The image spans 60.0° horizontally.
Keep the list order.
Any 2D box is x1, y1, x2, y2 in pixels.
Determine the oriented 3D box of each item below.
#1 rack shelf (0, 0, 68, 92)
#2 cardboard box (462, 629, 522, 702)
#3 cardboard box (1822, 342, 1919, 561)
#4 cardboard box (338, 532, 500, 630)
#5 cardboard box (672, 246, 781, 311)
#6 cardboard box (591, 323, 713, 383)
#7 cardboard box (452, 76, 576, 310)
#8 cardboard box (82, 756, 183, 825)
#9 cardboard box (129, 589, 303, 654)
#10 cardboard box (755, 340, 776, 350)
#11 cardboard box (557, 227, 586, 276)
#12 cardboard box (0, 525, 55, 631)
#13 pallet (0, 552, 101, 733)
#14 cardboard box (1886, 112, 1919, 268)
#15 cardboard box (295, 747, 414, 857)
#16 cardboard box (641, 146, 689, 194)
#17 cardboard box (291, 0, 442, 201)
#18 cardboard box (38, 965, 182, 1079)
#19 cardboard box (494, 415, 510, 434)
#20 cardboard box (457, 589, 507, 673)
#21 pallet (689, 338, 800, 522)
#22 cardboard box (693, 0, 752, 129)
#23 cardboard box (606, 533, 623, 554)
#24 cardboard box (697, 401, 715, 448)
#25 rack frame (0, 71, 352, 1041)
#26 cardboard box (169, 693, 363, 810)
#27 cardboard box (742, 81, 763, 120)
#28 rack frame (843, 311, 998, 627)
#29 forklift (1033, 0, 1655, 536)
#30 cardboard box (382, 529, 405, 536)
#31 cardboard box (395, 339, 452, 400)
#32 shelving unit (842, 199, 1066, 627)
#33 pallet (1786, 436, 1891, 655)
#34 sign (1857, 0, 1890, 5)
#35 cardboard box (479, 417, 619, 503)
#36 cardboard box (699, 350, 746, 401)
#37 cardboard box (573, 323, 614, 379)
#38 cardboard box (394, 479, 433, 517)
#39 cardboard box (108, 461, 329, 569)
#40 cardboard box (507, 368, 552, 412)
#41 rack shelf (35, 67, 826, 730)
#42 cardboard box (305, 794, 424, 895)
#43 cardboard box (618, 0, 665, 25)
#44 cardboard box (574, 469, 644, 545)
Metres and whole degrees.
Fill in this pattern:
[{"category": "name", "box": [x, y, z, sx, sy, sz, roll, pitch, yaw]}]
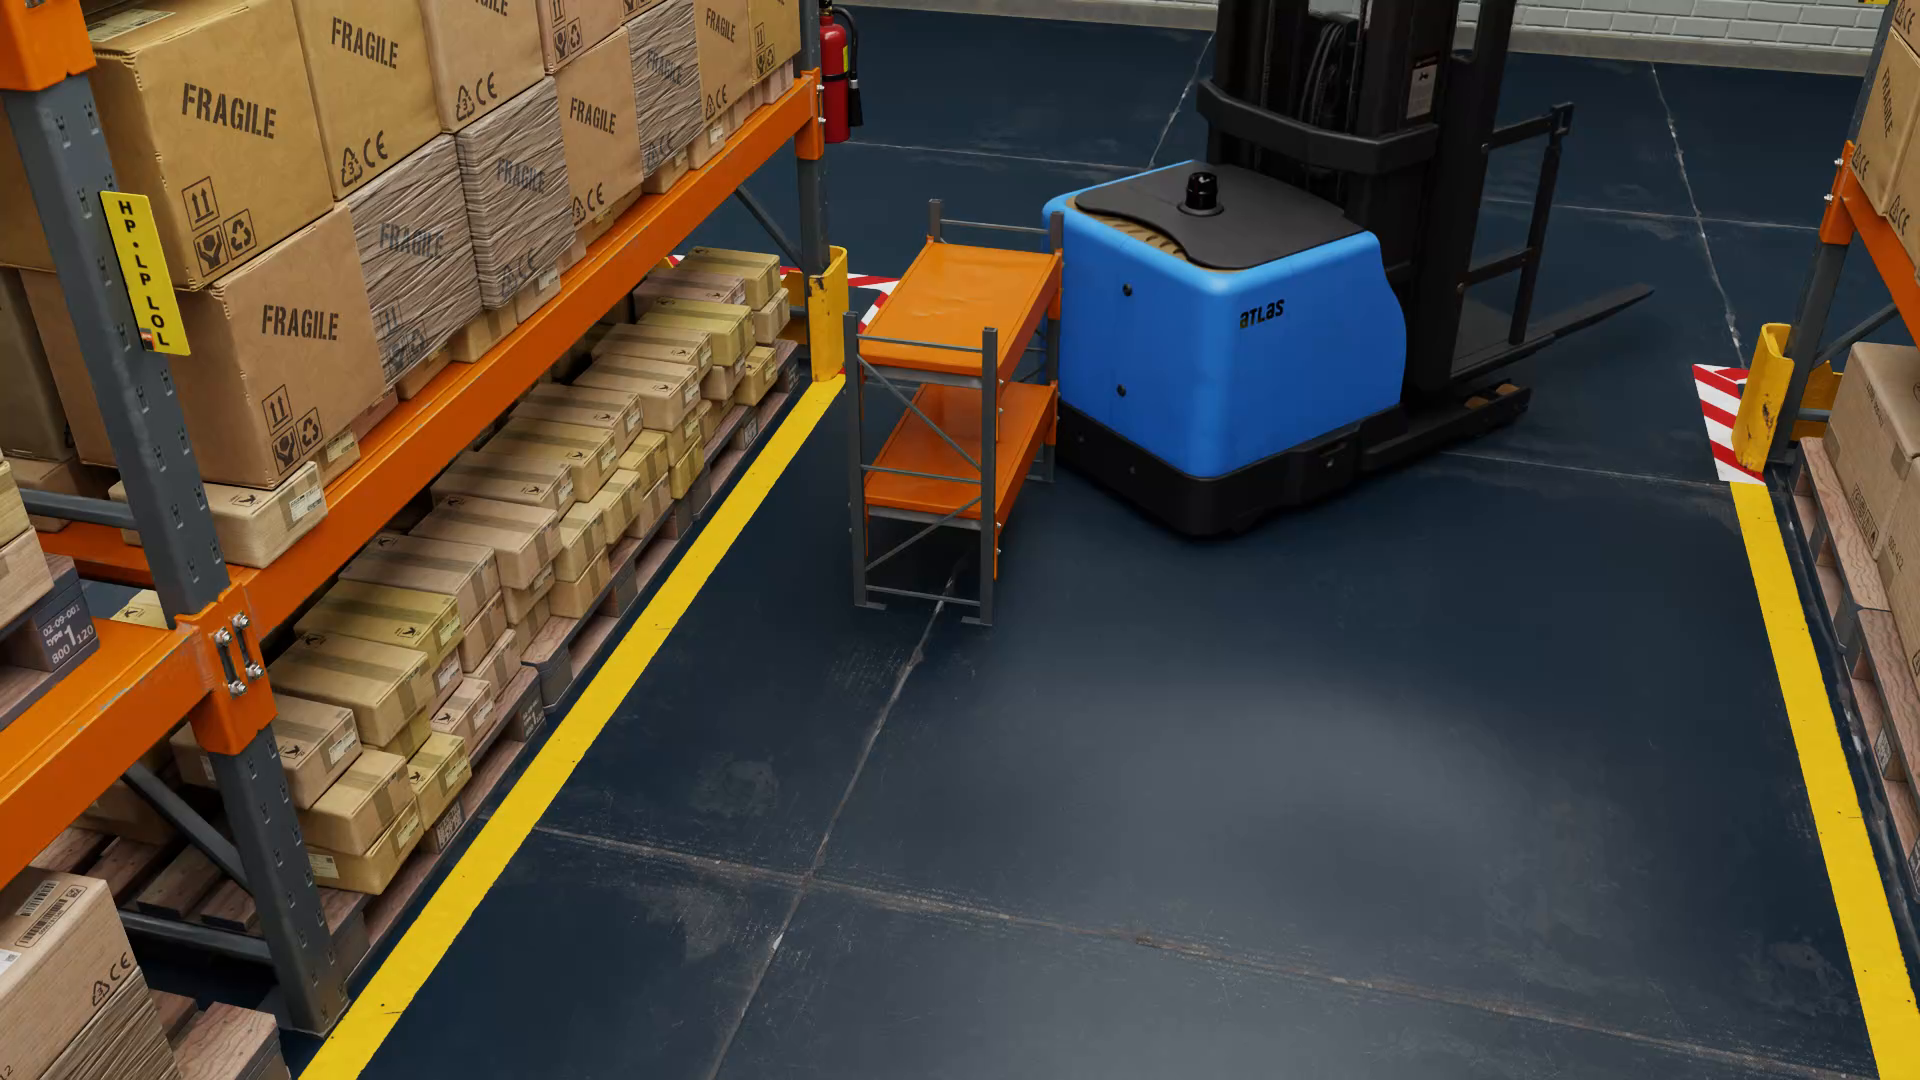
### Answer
[{"category": "rack shelf", "box": [-2.596, -0.014, 1.350, 1.077, 0.370, 4.000, 8, 33, 12]}, {"category": "cardboard box", "box": [-1.588, 0.379, 5.124, 0.380, 0.149, 0.250, 7, 33, 11]}, {"category": "cardboard box", "box": [3.670, -0.284, 5.897, 0.875, 0.438, 0.875, 7, 33, 11]}, {"category": "cardboard box", "box": [-1.612, 0.124, 4.971, 0.380, 0.149, 0.250, 7, 33, 11]}, {"category": "cardboard box", "box": [-0.962, -1.081, 6.866, 0.380, 0.149, 0.250, 8, 33, 13]}, {"category": "cardboard box", "box": [-1.151, -0.681, 6.237, 0.380, 0.149, 0.250, 7, 33, 10]}, {"category": "cardboard box", "box": [-1.437, -0.994, 4.647, 0.500, 0.500, 0.500, 7, 33, 11]}, {"category": "cardboard box", "box": [-2.316, 0.604, 4.492, 0.380, 0.149, 0.250, 9, 33, 13]}, {"category": "cardboard box", "box": [-2.167, 0.197, 4.855, 0.380, 0.149, 0.250, 8, 33, 12]}, {"category": "cardboard box", "box": [-1.005, -0.838, 7.038, 0.380, 0.149, 0.250, 9, 33, 13]}, {"category": "cardboard box", "box": [-1.389, -0.921, 5.137, 0.380, 0.149, 0.250, 9, 34, 14]}, {"category": "cardboard box", "box": [-1.997, 0.072, 3.183, 0.380, 0.149, 0.250, 7, 33, 11]}, {"category": "pallet", "box": [-2.423, 0.368, 3.054, 1.003, 0.211, 1.213, 8, 33, 12]}, {"category": "cardboard box", "box": [3.240, -1.110, 5.106, 0.500, 0.500, 0.500, 8, 33, 12]}, {"category": "cardboard box", "box": [-1.686, 0.666, 4.395, 0.380, 0.149, 0.250, 10, 34, 15]}, {"category": "cardboard box", "box": [-1.168, -1.327, 5.776, 0.380, 0.149, 0.250, 7, 33, 10]}, {"category": "cardboard box", "box": [-1.621, -1.151, 3.962, 0.500, 0.500, 0.500, 7, 33, 11]}, {"category": "cardboard box", "box": [-2.032, 1.207, 3.495, 0.500, 0.500, 0.500, 7, 33, 11]}, {"category": "cardboard box", "box": [-1.729, -0.339, 5.976, 0.380, 0.149, 0.250, 10, 34, 15]}, {"category": "cardboard box", "box": [-1.611, 0.252, 5.047, 0.380, 0.149, 0.250, 6, 33, 10]}, {"category": "pallet", "box": [-1.333, -0.532, 6.890, 1.003, 0.211, 1.213, 8, 33, 12]}, {"category": "cardboard box", "box": [-1.074, -1.798, 5.912, 0.500, 0.500, 0.500, 7, 33, 12]}, {"category": "cardboard box", "box": [-1.402, -0.034, 5.774, 0.380, 0.149, 0.250, 9, 34, 14]}, {"category": "cardboard box", "box": [-1.172, -0.435, 6.405, 0.380, 0.149, 0.250, 8, 33, 13]}, {"category": "rack frame", "box": [-2.088, -0.089, 3.595, 1.000, 3.000, 0.127, 8, 33, 12]}, {"category": "cardboard box", "box": [-1.800, 0.535, 4.324, 0.380, 0.149, 0.250, 9, 34, 14]}, {"category": "cardboard box", "box": [-0.982, -1.728, 6.406, 0.380, 0.149, 0.250, 8, 33, 12]}, {"category": "rack frame", "box": [-0.127, -0.214, 5.539, 0.500, 1.125, 0.032, 8, 33, 12]}, {"category": "forklift", "box": [1.785, -1.874, 6.466, 3.031, 2.935, 1.130, -21, 38, -30]}, {"category": "cardboard box", "box": [-2.004, 0.069, 5.334, 0.380, 0.149, 0.250, 9, 33, 14]}, {"category": "cardboard box", "box": [-1.614, -0.516, 4.499, 0.380, 0.149, 0.250, 7, 33, 10]}, {"category": "shelving unit", "box": [0.002, -0.478, 5.954, 0.538, 1.125, 1.048, 8, 33, 12]}, {"category": "pallet", "box": [3.613, 0.059, 5.961, 1.003, 0.211, 1.213, 8, 33, 12]}, {"category": "sign", "box": [3.205, -2.021, 5.753, 0.100, 0.325, 0.005, 8, 33, 12]}, {"category": "cardboard box", "box": [-1.379, -0.273, 5.594, 0.380, 0.149, 0.250, 8, 33, 13]}, {"category": "cardboard box", "box": [-1.061, -0.682, 6.516, 0.380, 0.149, 0.250, 7, 33, 10]}, {"category": "cardboard box", "box": [-1.555, -0.754, 6.629, 0.380, 0.149, 0.250, 8, 33, 13]}, {"category": "cardboard box", "box": [-1.990, -0.222, 5.514, 0.380, 0.149, 0.250, 7, 33, 11]}, {"category": "cardboard box", "box": [-1.700, -0.086, 3.823, 0.380, 0.149, 0.250, 9, 34, 14]}, {"category": "cardboard box", "box": [-1.738, -0.609, 6.124, 0.380, 0.149, 0.250, 9, 34, 14]}, {"category": "rack shelf", "box": [-1.580, -0.824, 5.420, 1.077, 0.370, 4.000, 8, 33, 12]}, {"category": "cardboard box", "box": [-1.685, 0.791, 4.475, 0.380, 0.149, 0.250, 7, 33, 10]}, {"category": "cardboard box", "box": [-1.200, -1.950, 5.218, 0.500, 0.500, 0.500, 10, 34, 15]}, {"category": "cardboard box", "box": [-1.306, -0.135, 5.654, 0.380, 0.149, 0.250, 8, 33, 13]}]
